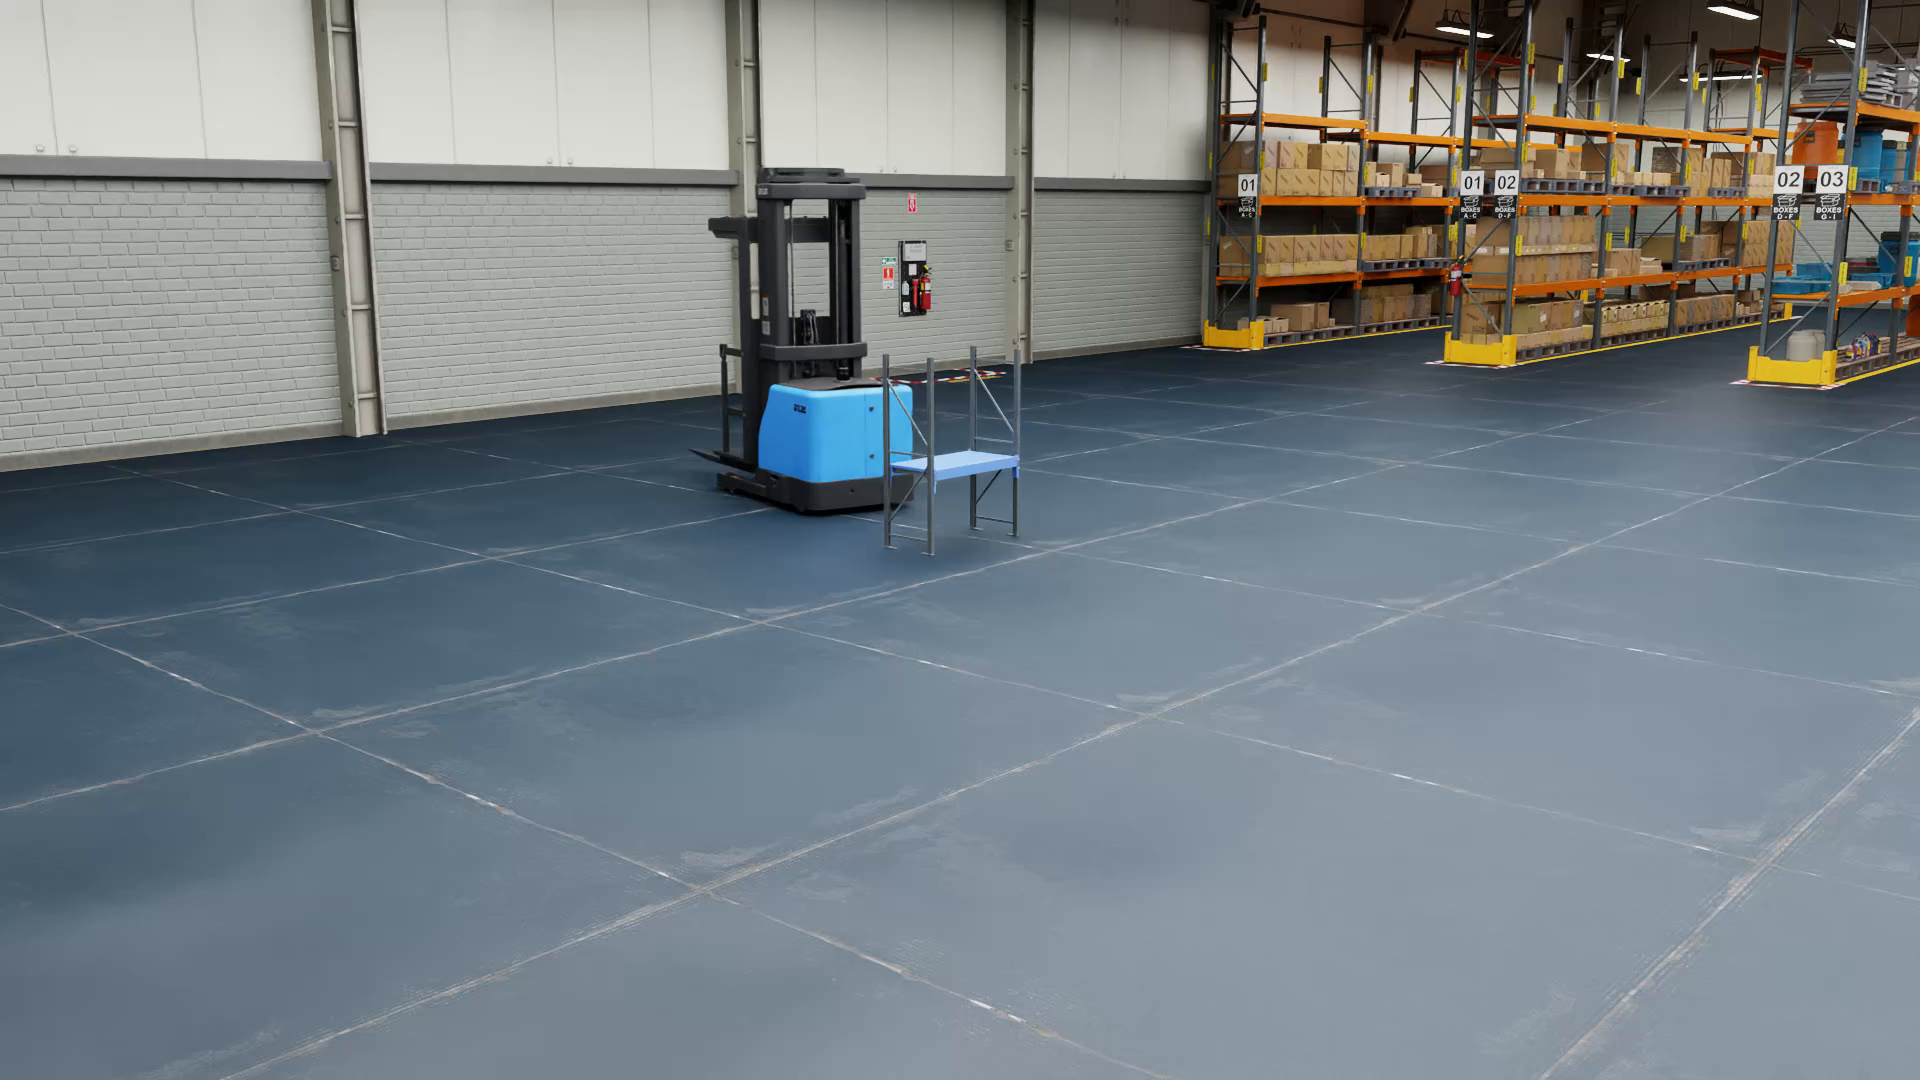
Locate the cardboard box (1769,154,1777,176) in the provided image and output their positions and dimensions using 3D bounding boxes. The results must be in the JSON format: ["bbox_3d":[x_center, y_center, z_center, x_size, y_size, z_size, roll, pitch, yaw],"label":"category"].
[{"bbox_3d":[18.455,-8.633,38.308,0.700,0.500,0.500,10,15,40],"label":"cardboard box"}]

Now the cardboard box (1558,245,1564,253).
[{"bbox_3d":[10.472,-5.158,29.466,0.380,0.149,0.250,10,15,42],"label":"cardboard box"}]

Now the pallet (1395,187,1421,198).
[{"bbox_3d":[8.950,-7.333,35.090,1.213,0.211,1.003,10,15,40],"label":"pallet"}]

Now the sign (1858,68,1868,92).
[{"bbox_3d":[12.992,-6.623,23.928,0.100,0.325,0.005,10,15,40],"label":"sign"}]

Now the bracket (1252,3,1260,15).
[{"bbox_3d":[5.492,-10.073,31.479,0.235,0.232,0.430,10,15,40],"label":"bracket"}]

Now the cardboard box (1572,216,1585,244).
[{"bbox_3d":[10.883,-5.629,30.169,0.700,0.500,0.500,10,15,40],"label":"cardboard box"}]

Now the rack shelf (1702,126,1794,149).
[{"bbox_3d":[18.104,-9.143,37.859,1.077,0.370,4.000,10,15,40],"label":"rack shelf"}]

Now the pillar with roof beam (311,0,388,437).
[{"bbox_3d":[-3.696,-5.088,15.709,9.100,9.000,0.400,10,15,40],"label":"pillar with roof beam"}]

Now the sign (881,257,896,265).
[{"bbox_3d":[-1.102,-4.318,25.729,0.001,0.109,0.331,10,15,40],"label":"sign"}]

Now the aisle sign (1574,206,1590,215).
[{"bbox_3d":[15.974,-8.737,42.657,0.394,0.787,0.004,10,15,40],"label":"aisle sign"}]

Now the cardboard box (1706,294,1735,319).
[{"bbox_3d":[16.674,-5.142,36.556,0.500,0.500,0.500,10,15,40],"label":"cardboard box"}]

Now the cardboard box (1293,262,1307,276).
[{"bbox_3d":[6.373,-5.255,32.197,0.500,0.250,0.500,9,15,39],"label":"cardboard box"}]

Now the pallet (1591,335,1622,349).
[{"bbox_3d":[11.960,-3.831,31.851,1.003,0.211,1.213,10,15,40],"label":"pallet"}]

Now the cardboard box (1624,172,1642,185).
[{"bbox_3d":[12.812,-6.961,32.058,0.500,0.250,0.500,8,14,36],"label":"cardboard box"}]

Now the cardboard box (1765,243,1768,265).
[{"bbox_3d":[18.328,-6.574,38.214,0.500,0.500,0.500,9,15,40],"label":"cardboard box"}]

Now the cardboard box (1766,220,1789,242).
[{"bbox_3d":[19.005,-7.214,38.863,0.500,0.500,0.500,10,15,42],"label":"cardboard box"}]

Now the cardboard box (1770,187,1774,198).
[{"bbox_3d":[18.283,-7.919,37.925,0.500,0.250,0.500,10,15,40],"label":"cardboard box"}]

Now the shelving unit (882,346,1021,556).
[{"bbox_3d":[-0.056,-0.723,13.001,0.538,1.500,1.048,10,15,40],"label":"shelving unit"}]

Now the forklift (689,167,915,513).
[{"bbox_3d":[-1.614,-1.913,15.303,1.130,2.935,3.031,-7,13,-32],"label":"forklift"}]

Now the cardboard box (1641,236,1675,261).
[{"bbox_3d":[14.475,-6.035,34.442,0.700,0.500,0.500,4,12,21],"label":"cardboard box"}]

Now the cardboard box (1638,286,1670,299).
[{"bbox_3d":[14.619,-5.208,34.970,0.500,0.250,0.500,11,15,42],"label":"cardboard box"}]

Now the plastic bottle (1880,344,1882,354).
[{"bbox_3d":[15.216,-3.193,27.563,0.097,0.201,0.097,0,11,0],"label":"plastic bottle"}]

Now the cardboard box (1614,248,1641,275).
[{"bbox_3d":[13.048,-5.473,32.700,0.500,0.500,0.500,9,14,37],"label":"cardboard box"}]

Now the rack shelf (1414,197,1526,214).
[{"bbox_3d":[11.741,-7.725,38.410,1.077,0.370,4.000,10,15,40],"label":"rack shelf"}]

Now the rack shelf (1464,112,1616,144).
[{"bbox_3d":[10.183,-7.183,29.059,1.077,0.370,4.000,10,15,40],"label":"rack shelf"}]

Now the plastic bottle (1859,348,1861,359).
[{"bbox_3d":[14.370,-3.005,26.618,0.097,0.201,0.097,0,11,0],"label":"plastic bottle"}]

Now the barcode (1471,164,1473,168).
[{"bbox_3d":[8.700,-6.358,28.247,0.001,0.075,0.075,10,15,40],"label":"barcode"}]

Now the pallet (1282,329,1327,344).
[{"bbox_3d":[6.558,-4.073,33.067,1.003,0.211,1.213,10,15,40],"label":"pallet"}]

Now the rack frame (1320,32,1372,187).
[{"bbox_3d":[7.780,-8.666,33.626,1.000,3.000,0.127,10,15,40],"label":"rack frame"}]

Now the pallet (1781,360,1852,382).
[{"bbox_3d":[13.136,-2.624,25.809,1.003,0.211,1.213,10,15,40],"label":"pallet"}]

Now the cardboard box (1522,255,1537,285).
[{"bbox_3d":[9.524,-4.690,28.779,0.700,0.500,0.500,10,15,42],"label":"cardboard box"}]

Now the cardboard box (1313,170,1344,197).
[{"bbox_3d":[7.289,-7.075,33.012,0.500,0.500,0.500,8,14,36],"label":"cardboard box"}]

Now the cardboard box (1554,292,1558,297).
[{"bbox_3d":[14.652,-6.207,41.937,0.700,0.500,0.500,9,14,39],"label":"cardboard box"}]

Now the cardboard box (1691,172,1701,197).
[{"bbox_3d":[14.743,-7.337,34.372,0.910,0.500,0.500,10,15,40],"label":"cardboard box"}]

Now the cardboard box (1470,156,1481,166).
[{"bbox_3d":[12.028,-8.809,38.707,0.500,0.250,0.500,9,15,39],"label":"cardboard box"}]

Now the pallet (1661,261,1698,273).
[{"bbox_3d":[14.539,-5.688,34.520,1.213,0.211,1.003,10,15,40],"label":"pallet"}]

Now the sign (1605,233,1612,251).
[{"bbox_3d":[11.921,-5.476,30.559,0.100,0.325,0.005,10,15,40],"label":"sign"}]

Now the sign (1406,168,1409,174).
[{"bbox_3d":[10.009,-8.149,37.173,0.100,0.325,0.005,10,15,40],"label":"sign"}]

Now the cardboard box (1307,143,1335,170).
[{"bbox_3d":[6.962,-7.476,32.464,0.500,0.500,0.500,9,14,38],"label":"cardboard box"}]

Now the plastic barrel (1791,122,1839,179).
[{"bbox_3d":[12.807,-5.831,24.917,0.600,0.830,0.708,10,15,40],"label":"plastic barrel"}]

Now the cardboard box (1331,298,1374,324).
[{"bbox_3d":[8.253,-4.825,34.969,0.700,0.500,0.500,10,15,42],"label":"cardboard box"}]

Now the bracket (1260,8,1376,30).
[{"bbox_3d":[7.193,-10.452,33.377,0.076,0.066,4.783,10,15,40],"label":"bracket"}]

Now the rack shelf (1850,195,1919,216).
[{"bbox_3d":[16.542,-5.856,29.051,1.077,0.370,4.000,10,15,40],"label":"rack shelf"}]

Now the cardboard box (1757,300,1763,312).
[{"bbox_3d":[18.601,-5.470,38.835,0.500,0.250,0.500,10,15,40],"label":"cardboard box"}]

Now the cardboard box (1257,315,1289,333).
[{"bbox_3d":[6.040,-4.207,32.359,0.500,0.311,0.500,-11,15,-43],"label":"cardboard box"}]

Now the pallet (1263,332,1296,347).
[{"bbox_3d":[5.752,-3.895,32.172,1.003,0.211,1.213,10,15,40],"label":"pallet"}]

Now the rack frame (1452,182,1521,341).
[{"bbox_3d":[8.863,-4.496,28.063,1.000,3.000,0.127,10,15,40],"label":"rack frame"}]

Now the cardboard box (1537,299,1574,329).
[{"bbox_3d":[10.695,-4.067,29.950,0.500,0.500,0.500,10,15,40],"label":"cardboard box"}]

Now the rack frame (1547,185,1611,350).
[{"bbox_3d":[11.503,-5.085,31.010,1.000,3.000,0.127,10,15,40],"label":"rack frame"}]

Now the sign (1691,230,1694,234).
[{"bbox_3d":[16.372,-6.755,37.164,0.100,0.325,0.005,10,15,40],"label":"sign"}]

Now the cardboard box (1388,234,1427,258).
[{"bbox_3d":[9.769,-6.422,36.326,0.700,0.500,0.500,8,14,35],"label":"cardboard box"}]

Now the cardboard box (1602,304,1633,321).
[{"bbox_3d":[12.638,-4.395,32.074,0.500,0.311,0.500,9,14,38],"label":"cardboard box"}]

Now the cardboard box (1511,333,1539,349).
[{"bbox_3d":[9.711,-3.478,28.913,0.500,0.250,0.500,10,15,40],"label":"cardboard box"}]

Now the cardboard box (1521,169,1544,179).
[{"bbox_3d":[9.772,-6.269,28.492,0.380,0.149,0.250,10,15,40],"label":"cardboard box"}]

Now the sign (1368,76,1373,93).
[{"bbox_3d":[8.175,-9.090,33.162,0.100,0.325,0.005,10,15,40],"label":"sign"}]

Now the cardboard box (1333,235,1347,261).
[{"bbox_3d":[7.375,-5.845,33.233,0.500,0.500,0.500,10,15,40],"label":"cardboard box"}]

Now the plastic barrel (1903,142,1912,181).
[{"bbox_3d":[16.258,-6.456,28.937,0.600,0.901,0.708,10,15,40],"label":"plastic barrel"}]

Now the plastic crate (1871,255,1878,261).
[{"bbox_3d":[16.566,-4.865,29.749,0.402,0.464,0.583,10,15,40],"label":"plastic crate"}]

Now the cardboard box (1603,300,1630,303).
[{"bbox_3d":[13.237,-4.688,33.542,0.500,0.311,0.500,9,15,39],"label":"cardboard box"}]
